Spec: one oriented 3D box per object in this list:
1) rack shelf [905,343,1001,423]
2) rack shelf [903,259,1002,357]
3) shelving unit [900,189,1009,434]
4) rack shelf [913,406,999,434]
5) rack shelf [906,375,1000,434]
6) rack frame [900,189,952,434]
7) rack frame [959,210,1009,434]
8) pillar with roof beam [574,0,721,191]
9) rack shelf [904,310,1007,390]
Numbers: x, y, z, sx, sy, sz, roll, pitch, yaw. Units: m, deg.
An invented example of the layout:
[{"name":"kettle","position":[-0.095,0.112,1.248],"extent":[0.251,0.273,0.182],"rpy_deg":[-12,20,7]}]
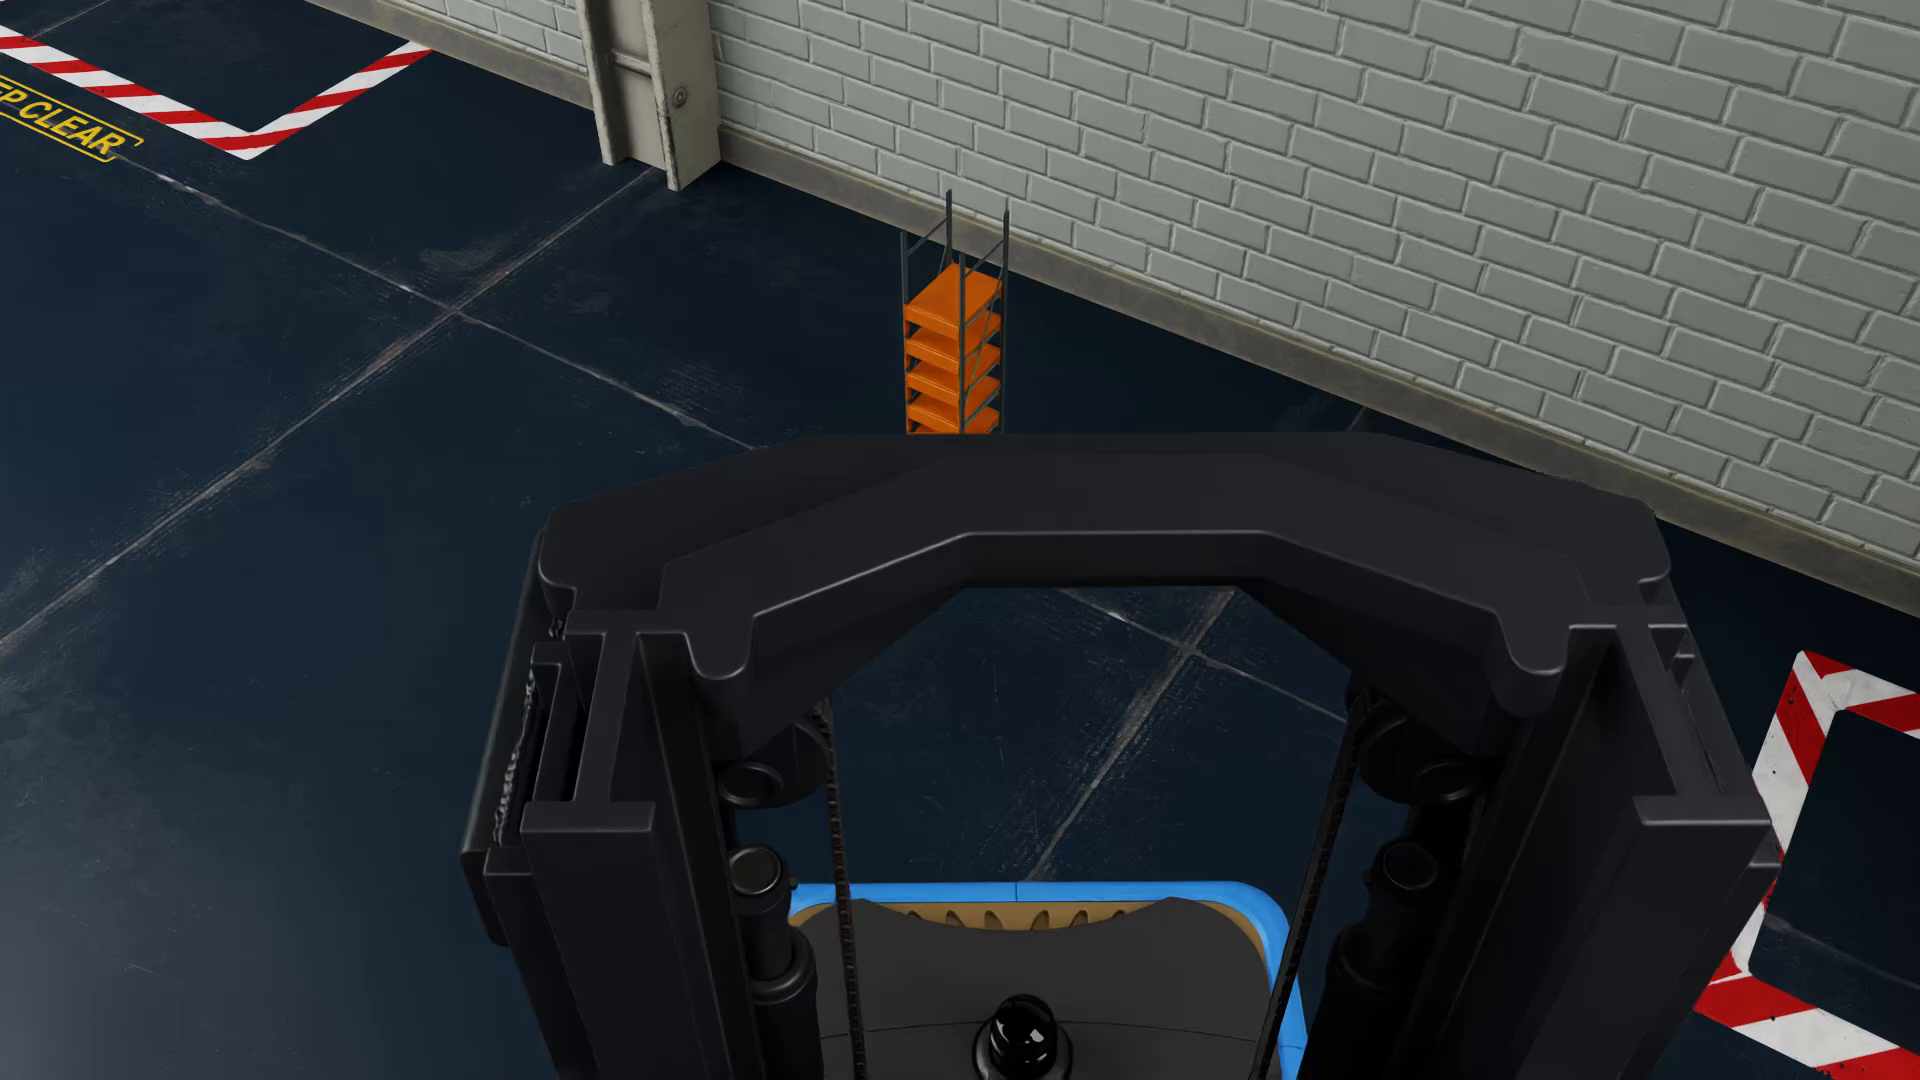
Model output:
[{"name":"rack shelf","position":[-0.012,-0.476,4.771],"extent":[0.180,0.103,0.258],"rpy_deg":[25,51,22]},{"name":"rack shelf","position":[-0.012,-0.644,4.599],"extent":[0.180,0.103,0.258],"rpy_deg":[25,51,22]},{"name":"shelving unit","position":[-0.012,-0.424,4.825],"extent":[0.189,1.200,0.258],"rpy_deg":[25,51,22]},{"name":"rack shelf","position":[-0.012,-0.309,4.943],"extent":[0.180,0.103,0.258],"rpy_deg":[25,51,22]},{"name":"rack shelf","position":[-0.012,-0.393,4.857],"extent":[0.180,0.103,0.258],"rpy_deg":[25,51,22]},{"name":"rack frame","position":[-0.089,-0.459,4.860],"extent":[0.006,1.200,0.240],"rpy_deg":[25,51,22]},{"name":"rack frame","position":[0.065,-0.388,4.791],"extent":[0.006,1.200,0.240],"rpy_deg":[25,51,22]},{"name":"pillar with roof beam","position":[-3.526,-2.087,1.003],"extent":[0.400,9.000,9.100],"rpy_deg":[25,51,22]},{"name":"rack shelf","position":[-0.012,-0.560,4.685],"extent":[0.180,0.103,0.258],"rpy_deg":[25,51,22]}]
